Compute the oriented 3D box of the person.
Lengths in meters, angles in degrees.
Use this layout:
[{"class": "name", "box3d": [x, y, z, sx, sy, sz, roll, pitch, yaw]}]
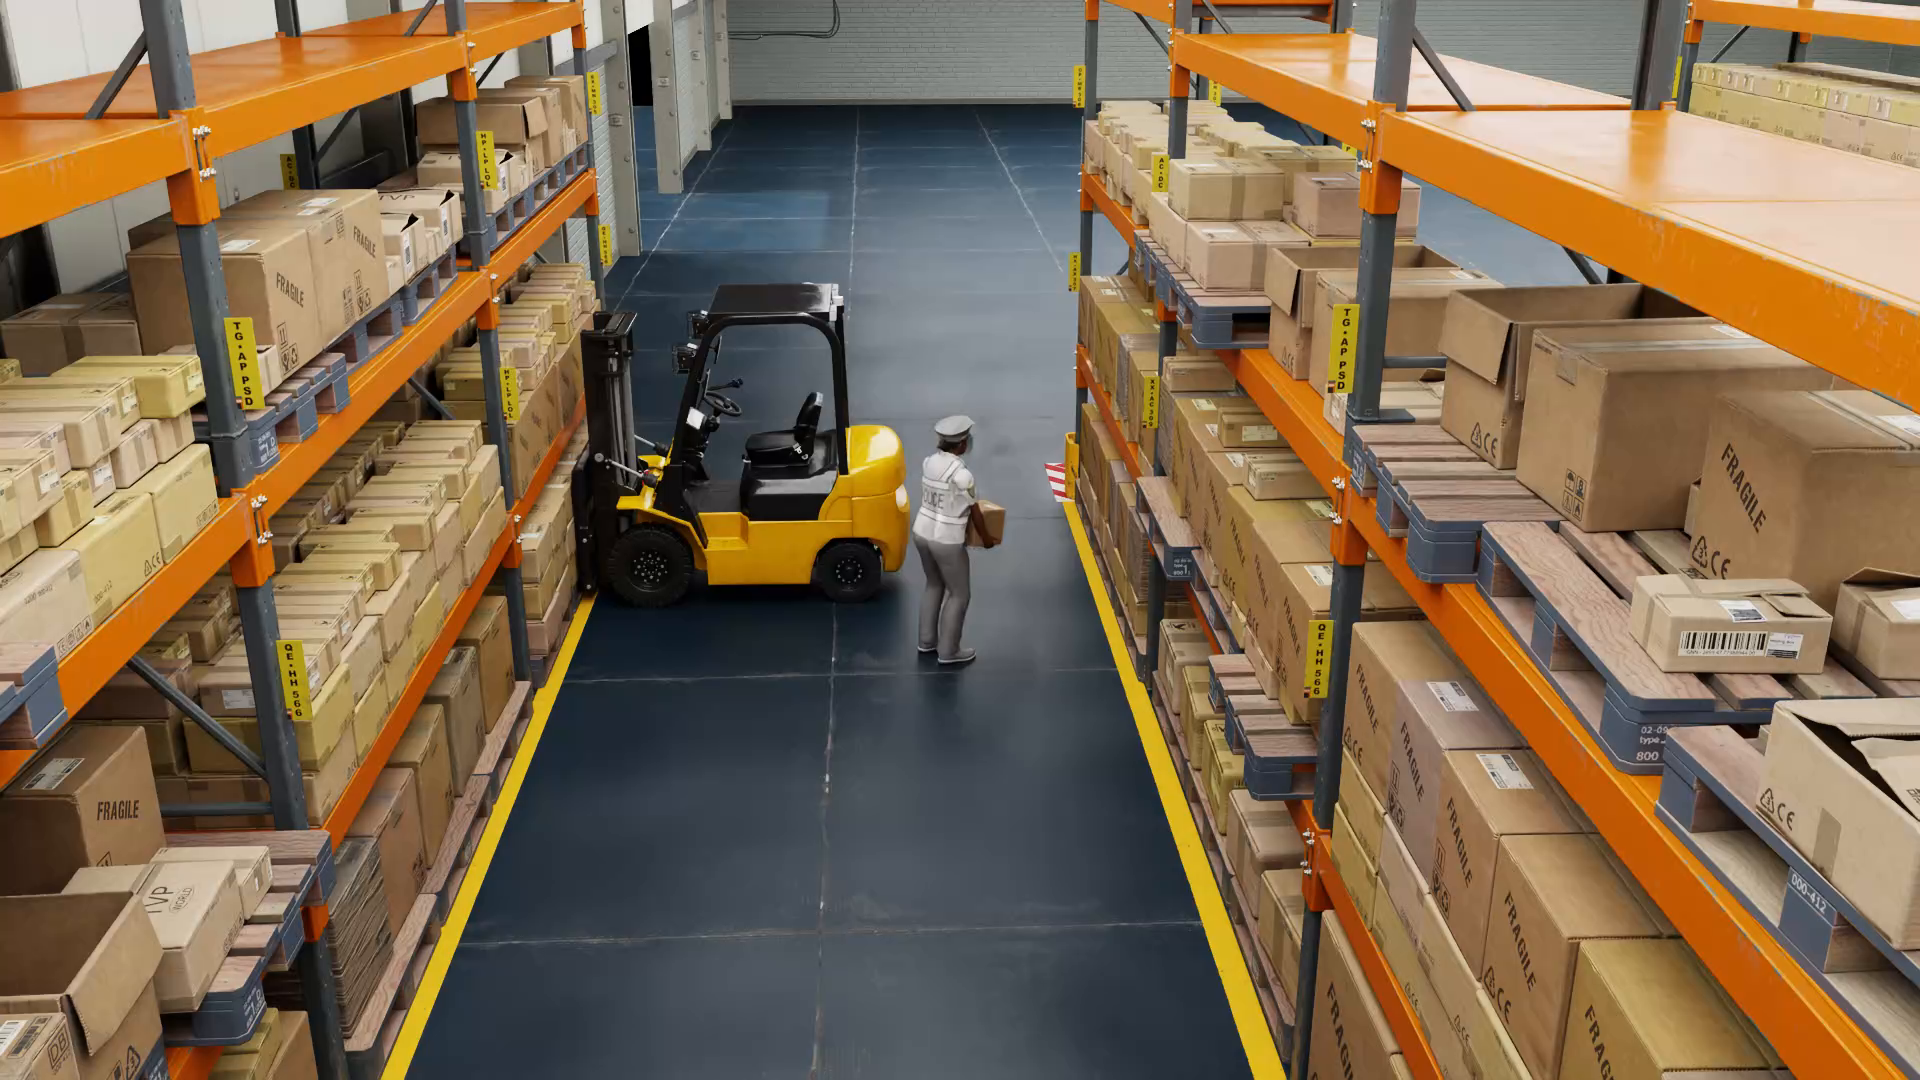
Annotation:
[{"class": "person", "box3d": [-0.043, -0.011, 11.120, 0.547, 1.663, 0.415, -15, 25, -34]}]
